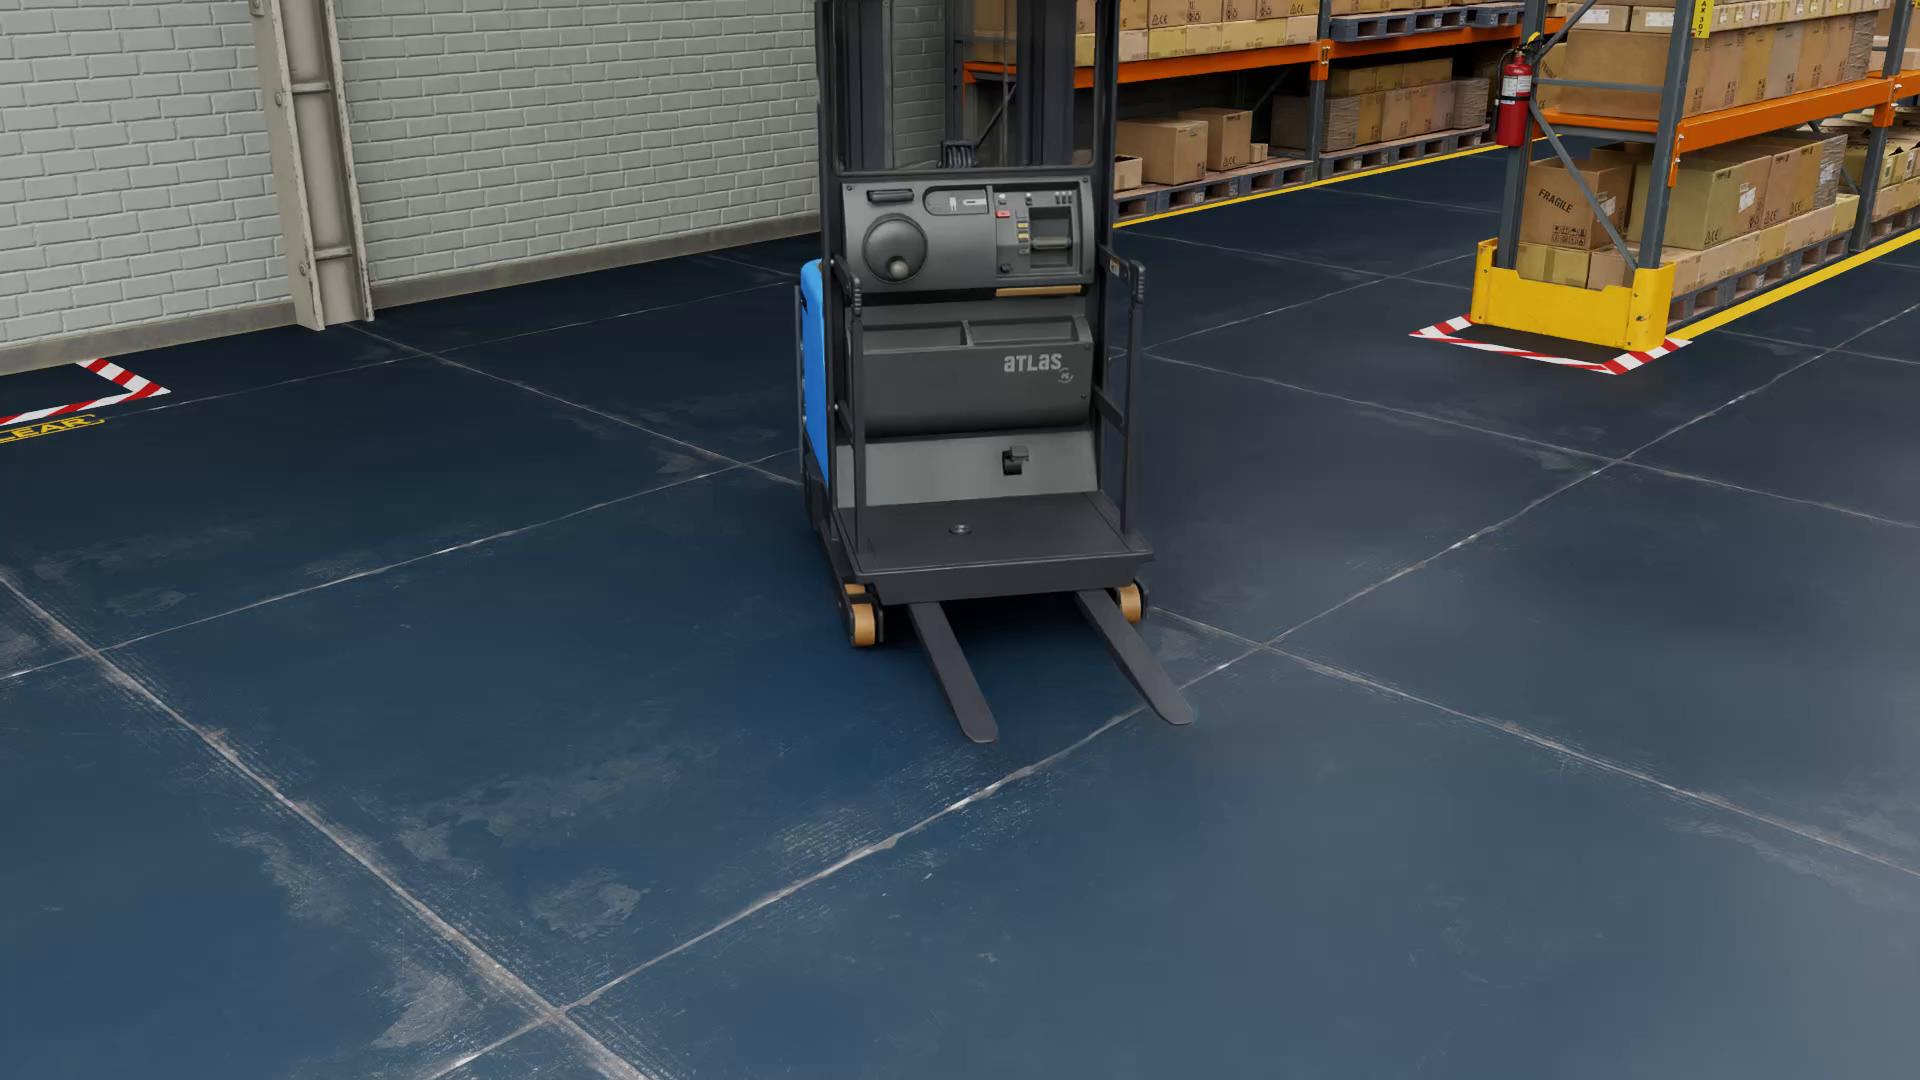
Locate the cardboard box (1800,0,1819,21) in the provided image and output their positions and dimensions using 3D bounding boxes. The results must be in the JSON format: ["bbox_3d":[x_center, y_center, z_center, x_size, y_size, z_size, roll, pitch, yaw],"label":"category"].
[{"bbox_3d":[5.513,-3.580,11.163,0.250,0.149,0.380,-19,28,-40],"label":"cardboard box"}]

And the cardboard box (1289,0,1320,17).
[{"bbox_3d":[2.960,-5.078,15.241,0.500,0.500,0.500,19,28,41],"label":"cardboard box"}]

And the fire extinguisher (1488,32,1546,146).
[{"bbox_3d":[3.414,-2.770,10.209,0.296,0.674,0.183,19,28,41],"label":"fire extinguisher"}]

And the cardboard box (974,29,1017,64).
[{"bbox_3d":[0.465,-4.067,13.657,0.500,0.250,0.500,-20,28,-41],"label":"cardboard box"}]

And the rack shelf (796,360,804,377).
[{"bbox_3d":[-0.598,-0.797,7.732,0.258,0.077,0.200,14,25,32],"label":"rack shelf"}]

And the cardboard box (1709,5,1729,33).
[{"bbox_3d":[4.440,-3.186,10.138,0.380,0.149,0.250,18,28,39],"label":"cardboard box"}]

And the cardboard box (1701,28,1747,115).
[{"bbox_3d":[4.527,-3.020,10.612,0.500,0.500,0.700,-19,28,-41],"label":"cardboard box"}]

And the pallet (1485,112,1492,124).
[{"bbox_3d":[6.462,-4.898,19.524,1.003,0.211,1.213,19,28,41],"label":"pallet"}]

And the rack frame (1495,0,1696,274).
[{"bbox_3d":[3.829,-2.721,9.972,1.000,3.000,0.127,19,28,41],"label":"rack frame"}]

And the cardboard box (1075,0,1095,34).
[{"bbox_3d":[0.826,-4.296,13.207,0.500,0.500,0.500,19,28,41],"label":"cardboard box"}]

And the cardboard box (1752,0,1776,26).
[{"bbox_3d":[4.976,-3.383,10.651,0.380,0.149,0.250,18,27,39],"label":"cardboard box"}]

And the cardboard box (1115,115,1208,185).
[{"bbox_3d":[1.770,-3.476,14.808,0.700,0.500,0.500,17,27,37],"label":"cardboard box"}]

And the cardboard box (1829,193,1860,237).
[{"bbox_3d":[6.453,-2.487,12.612,0.500,0.250,0.500,19,28,41],"label":"cardboard box"}]

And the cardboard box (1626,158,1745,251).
[{"bbox_3d":[4.710,-2.194,10.805,0.500,0.500,0.500,19,28,41],"label":"cardboard box"}]

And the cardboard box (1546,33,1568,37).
[{"bbox_3d":[7.670,-5.808,20.415,0.750,0.750,0.750,-19,28,-40],"label":"cardboard box"}]

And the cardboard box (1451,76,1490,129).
[{"bbox_3d":[5.393,-4.856,18.399,0.500,0.500,0.700,-20,29,-41],"label":"cardboard box"}]

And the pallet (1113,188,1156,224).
[{"bbox_3d":[0.923,-2.877,14.266,1.003,0.211,1.213,19,28,41],"label":"pallet"}]

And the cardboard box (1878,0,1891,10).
[{"bbox_3d":[6.584,-3.975,12.191,0.380,0.149,0.250,19,28,41],"label":"cardboard box"}]

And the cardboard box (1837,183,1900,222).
[{"bbox_3d":[7.079,-2.703,13.173,0.500,0.250,0.500,18,28,39],"label":"cardboard box"}]

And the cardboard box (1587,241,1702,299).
[{"bbox_3d":[4.363,-1.715,10.603,0.500,0.250,0.500,19,28,41],"label":"cardboard box"}]

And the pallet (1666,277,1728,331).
[{"bbox_3d":[4.333,-1.626,11.011,1.003,0.211,1.213,19,28,41],"label":"pallet"}]

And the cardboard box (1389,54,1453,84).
[{"bbox_3d":[4.951,-5.075,17.924,0.500,0.250,0.500,-20,28,-41],"label":"cardboard box"}]

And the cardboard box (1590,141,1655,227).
[{"bbox_3d":[4.677,-2.456,11.486,0.500,0.500,0.500,19,28,41],"label":"cardboard box"}]

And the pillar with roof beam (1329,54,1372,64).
[{"bbox_3d":[7.416,-7.621,14.359,9.100,9.000,0.400,19,28,41],"label":"pillar with roof beam"}]

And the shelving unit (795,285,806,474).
[{"bbox_3d":[-0.598,-0.744,7.752,0.258,0.900,0.210,14,25,32],"label":"shelving unit"}]

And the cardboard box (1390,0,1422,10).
[{"bbox_3d":[4.279,-5.681,16.921,0.500,0.500,0.700,-16,26,-35],"label":"cardboard box"}]

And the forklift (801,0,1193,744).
[{"bbox_3d":[0.080,-1.119,5.901,1.130,2.935,3.031,-4,21,-10],"label":"forklift"}]

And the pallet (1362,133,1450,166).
[{"bbox_3d":[4.461,-4.202,17.712,1.003,0.211,1.213,19,28,41],"label":"pallet"}]

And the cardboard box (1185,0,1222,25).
[{"bbox_3d":[1.894,-4.688,14.226,0.500,0.500,0.500,-19,28,-40],"label":"cardboard box"}]

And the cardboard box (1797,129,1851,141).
[{"bbox_3d":[7.055,-3.234,13.774,0.500,0.311,0.500,-19,28,-41],"label":"cardboard box"}]

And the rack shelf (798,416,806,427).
[{"bbox_3d":[-0.599,-0.544,7.827,0.258,0.077,0.200,14,25,32],"label":"rack shelf"}]

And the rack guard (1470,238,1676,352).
[{"bbox_3d":[3.813,-1.548,10.404,1.175,0.500,0.348,19,28,41],"label":"rack guard"}]

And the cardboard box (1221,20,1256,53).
[{"bbox_3d":[2.261,-4.470,14.705,0.500,0.250,0.500,19,28,40],"label":"cardboard box"}]

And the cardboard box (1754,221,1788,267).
[{"bbox_3d":[5.410,-2.100,11.606,0.500,0.250,0.500,19,28,41],"label":"cardboard box"}]

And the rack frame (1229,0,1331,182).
[{"bbox_3d":[3.068,-4.988,15.870,1.000,3.000,0.127,19,28,41],"label":"rack frame"}]

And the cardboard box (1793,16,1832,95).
[{"bbox_3d":[5.599,-3.415,11.638,0.500,0.500,0.700,-20,28,-41],"label":"cardboard box"}]

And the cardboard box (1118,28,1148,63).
[{"bbox_3d":[1.197,-4.082,13.694,0.500,0.250,0.500,18,28,39],"label":"cardboard box"}]

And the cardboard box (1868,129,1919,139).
[{"bbox_3d":[7.800,-3.228,13.757,0.500,0.311,0.500,18,27,39],"label":"cardboard box"}]

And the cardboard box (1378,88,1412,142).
[{"bbox_3d":[4.279,-4.486,17.436,0.700,0.500,0.500,20,28,41],"label":"cardboard box"}]

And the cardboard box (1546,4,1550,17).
[{"bbox_3d":[6.436,-5.997,18.819,0.250,0.149,0.380,-20,29,-41],"label":"cardboard box"}]

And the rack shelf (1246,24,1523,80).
[{"bbox_3d":[4.463,-5.166,17.337,1.077,0.370,4.000,19,28,41],"label":"rack shelf"}]

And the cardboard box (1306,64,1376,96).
[{"bbox_3d":[3.874,-4.684,16.905,0.500,0.250,0.500,19,28,40],"label":"cardboard box"}]

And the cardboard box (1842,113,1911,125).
[{"bbox_3d":[8.117,-3.622,14.784,0.500,0.311,0.500,18,28,39],"label":"cardboard box"}]

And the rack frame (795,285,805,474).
[{"bbox_3d":[-0.656,-0.715,7.674,0.240,0.900,0.006,14,25,32],"label":"rack frame"}]

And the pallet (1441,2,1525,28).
[{"bbox_3d":[5.437,-5.716,18.034,1.213,0.211,1.003,19,28,41],"label":"pallet"}]

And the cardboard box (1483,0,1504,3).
[{"bbox_3d":[5.538,-6.145,18.127,0.700,0.500,0.500,15,26,35],"label":"cardboard box"}]

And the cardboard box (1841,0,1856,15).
[{"bbox_3d":[6.046,-3.776,11.674,0.380,0.149,0.250,19,28,41],"label":"cardboard box"}]

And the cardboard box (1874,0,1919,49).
[{"bbox_3d":[7.535,-4.124,13.484,0.500,0.500,0.500,-18,27,-38],"label":"cardboard box"}]

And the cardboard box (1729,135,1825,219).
[{"bbox_3d":[5.750,-2.582,11.814,0.500,0.500,0.500,19,28,41],"label":"cardboard box"}]

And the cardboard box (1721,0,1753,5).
[{"bbox_3d":[4.564,-3.640,10.416,0.700,0.500,0.500,18,28,39],"label":"cardboard box"}]
